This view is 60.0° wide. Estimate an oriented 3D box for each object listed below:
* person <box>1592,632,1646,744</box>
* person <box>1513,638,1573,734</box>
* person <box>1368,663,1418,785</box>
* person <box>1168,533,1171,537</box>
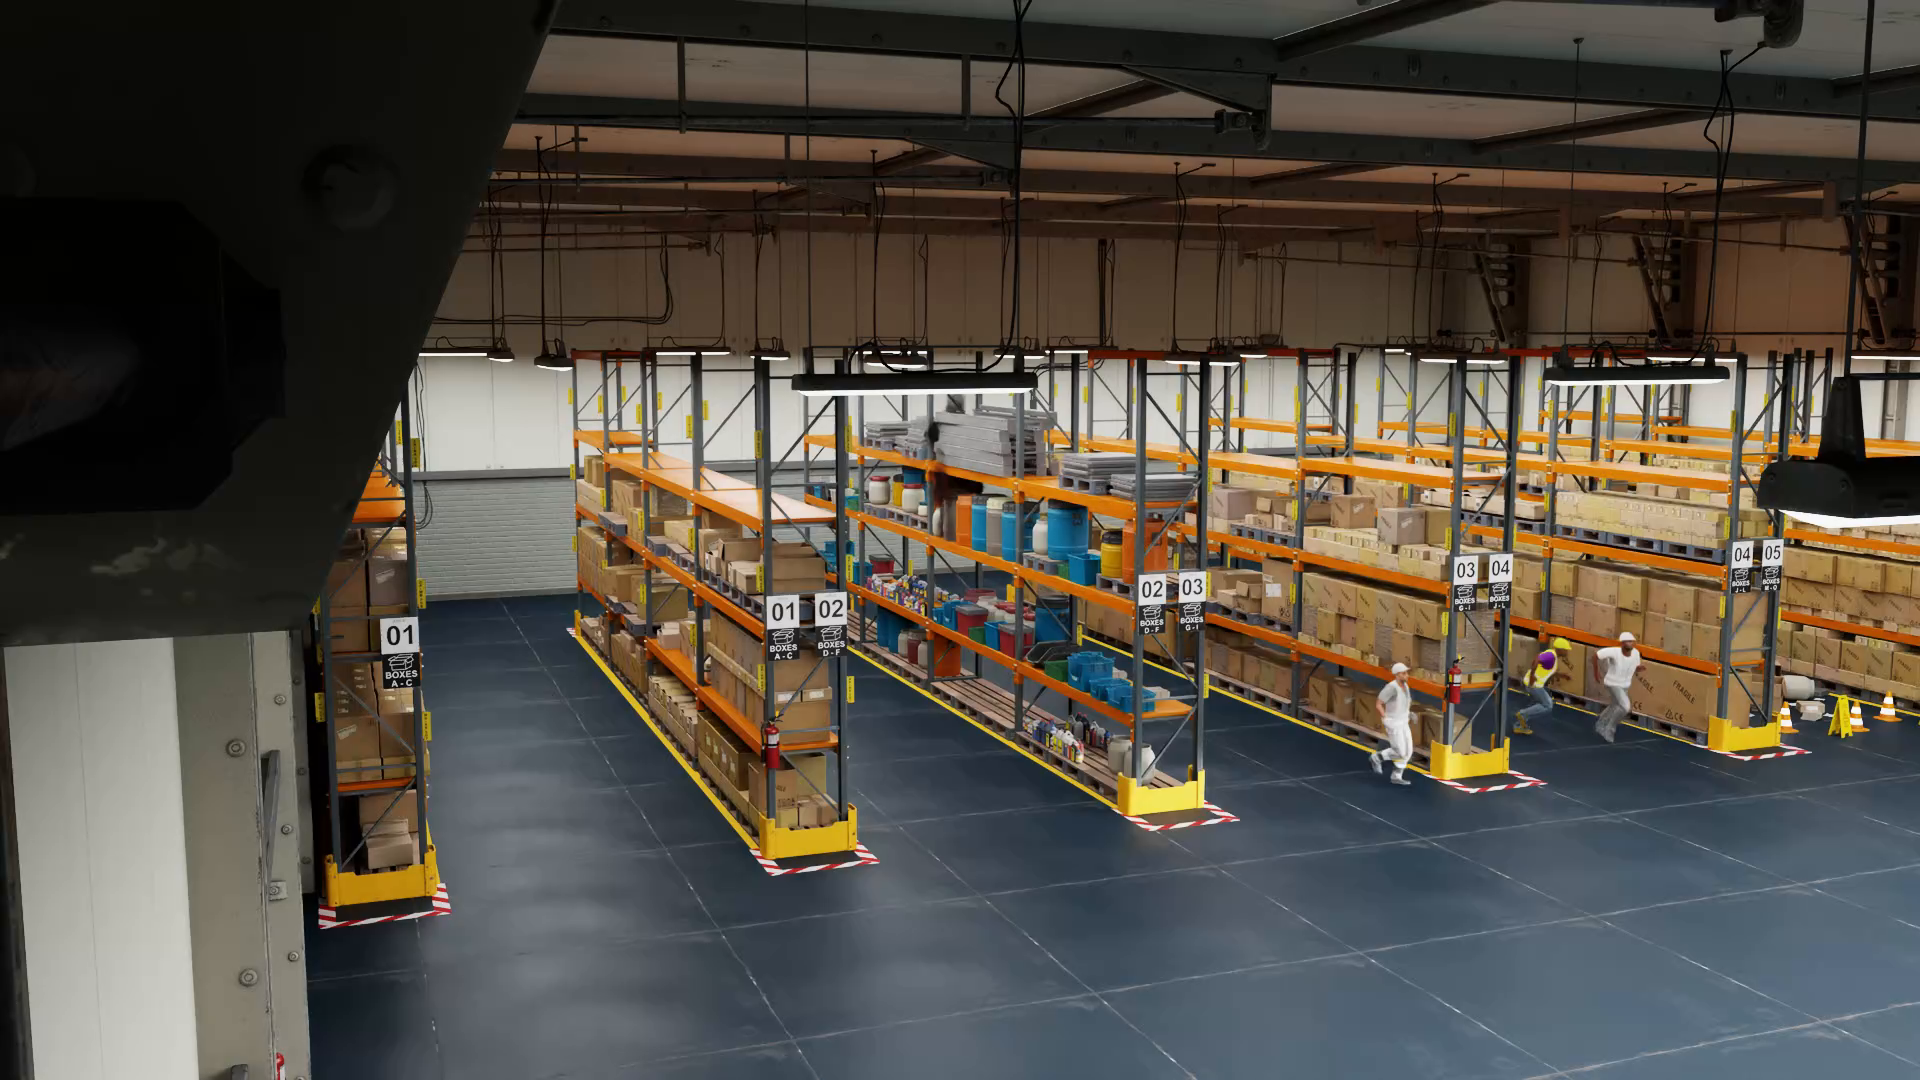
[{"bbox_3d":[10.199,2.275,25.739,0.662,1.763,0.839,-3,8,-26],"label":"person"},{"bbox_3d":[9.146,2.311,26.108,0.829,1.577,0.735,3,8,24],"label":"person"},{"bbox_3d":[6.092,2.575,23.402,0.643,1.736,0.684,7,10,44],"label":"person"},{"bbox_3d":[4.997,0.369,41.379,0.560,1.635,0.581,2,7,14],"label":"person"}]
